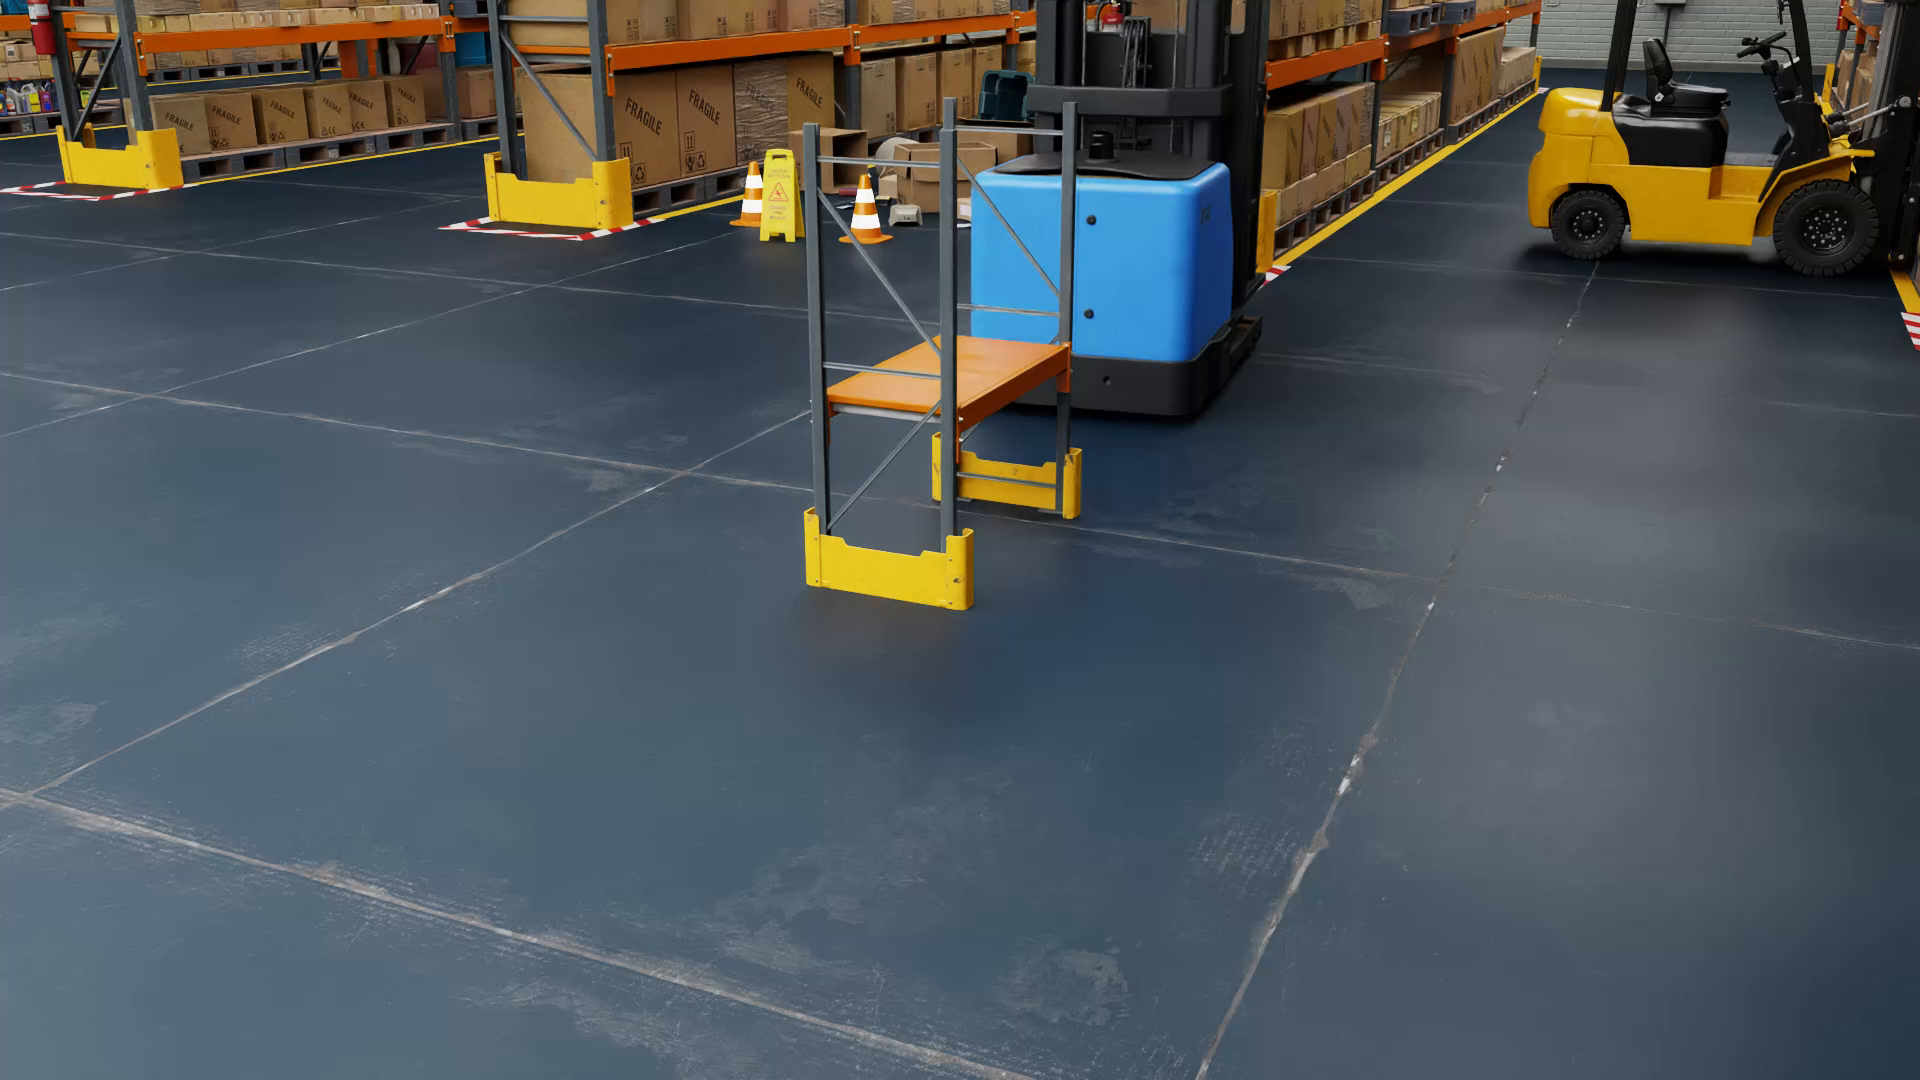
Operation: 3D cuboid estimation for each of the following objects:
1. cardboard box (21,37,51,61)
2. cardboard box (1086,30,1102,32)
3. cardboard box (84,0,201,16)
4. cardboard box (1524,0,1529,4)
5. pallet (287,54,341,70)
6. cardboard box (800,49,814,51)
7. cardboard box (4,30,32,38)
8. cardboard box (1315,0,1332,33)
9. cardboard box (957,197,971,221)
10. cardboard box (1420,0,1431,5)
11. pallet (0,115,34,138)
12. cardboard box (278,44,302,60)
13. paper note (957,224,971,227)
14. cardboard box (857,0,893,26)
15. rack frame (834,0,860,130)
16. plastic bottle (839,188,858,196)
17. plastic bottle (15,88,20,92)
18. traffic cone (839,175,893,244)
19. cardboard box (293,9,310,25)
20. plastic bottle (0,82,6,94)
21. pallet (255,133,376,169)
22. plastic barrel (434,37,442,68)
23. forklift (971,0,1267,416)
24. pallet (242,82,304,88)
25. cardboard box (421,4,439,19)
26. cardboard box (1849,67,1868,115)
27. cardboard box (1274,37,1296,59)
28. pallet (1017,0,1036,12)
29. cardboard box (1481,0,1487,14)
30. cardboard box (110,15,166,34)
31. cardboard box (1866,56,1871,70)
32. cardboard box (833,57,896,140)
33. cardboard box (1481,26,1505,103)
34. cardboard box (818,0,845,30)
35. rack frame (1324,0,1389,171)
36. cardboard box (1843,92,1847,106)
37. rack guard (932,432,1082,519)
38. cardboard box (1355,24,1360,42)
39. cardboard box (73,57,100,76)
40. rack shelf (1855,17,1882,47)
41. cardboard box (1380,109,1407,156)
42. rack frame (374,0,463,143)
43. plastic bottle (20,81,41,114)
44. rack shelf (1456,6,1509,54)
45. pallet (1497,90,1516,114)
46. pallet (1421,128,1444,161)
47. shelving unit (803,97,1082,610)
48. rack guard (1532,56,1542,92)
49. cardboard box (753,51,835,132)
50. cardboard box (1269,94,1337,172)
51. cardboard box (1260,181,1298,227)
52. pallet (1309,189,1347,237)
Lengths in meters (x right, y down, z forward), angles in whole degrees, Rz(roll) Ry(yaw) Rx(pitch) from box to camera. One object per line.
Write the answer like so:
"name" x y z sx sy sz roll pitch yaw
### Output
"cardboard box" -13.531 -7.226 24.450 0.500 0.311 0.500 8 21 22
"cardboard box" 1.749 -6.675 22.245 0.500 0.250 0.500 8 21 21
"cardboard box" -7.324 -4.958 14.841 0.875 0.500 0.500 9 21 23
"cardboard box" 7.442 -7.532 22.522 0.500 0.500 0.500 9 22 24
"pallet" -11.414 -8.531 29.643 1.003 0.211 1.213 9 21 23
"cardboard box" -2.904 -7.273 24.488 1.225 0.875 0.875 9 21 23
"cardboard box" -16.726 -9.010 29.410 0.750 0.750 0.750 9 22 24
"cardboard box" 2.331 -3.856 11.741 0.500 0.500 0.500 8 21 22
"cardboard box" 0.160 -2.581 13.005 0.250 0.149 0.380 -14 24 -33
"cardboard box" 4.179 -5.069 15.495 0.380 0.149 0.250 9 22 25
"pallet" -11.266 -4.621 18.649 1.003 0.211 1.213 9 21 23
"cardboard box" -11.637 -8.475 28.396 0.500 0.500 0.500 8 21 22
"paper note" 0.038 -2.410 12.700 0.148 0.019 0.142 1 20 4
"cardboard box" -0.992 -5.289 16.215 0.500 0.500 0.500 9 21 23
"rack frame" -1.452 -5.118 15.884 1.000 3.000 0.127 9 21 23
"plastic bottle" -0.891 -2.988 14.279 0.283 0.061 0.133 1 20 4
"plastic bottle" -10.770 -5.049 19.087 0.061 0.283 0.133 9 21 23
"traffic cone" -0.686 -2.409 12.051 0.336 0.463 0.334 9 21 23
"cardboard box" -6.556 -5.083 16.159 0.380 0.149 0.250 9 21 23
"plastic bottle" -11.241 -5.221 19.469 0.144 0.351 0.185 8 21 20
"pallet" -6.677 -3.931 16.708 1.003 0.211 1.213 9 21 23
"plastic barrel" -8.020 -7.440 25.498 0.421 0.512 0.421 0 20 0
"forklift" 0.981 -2.383 8.295 1.130 2.935 3.031 6 21 17
"pallet" -9.169 -6.187 23.050 1.003 0.211 1.213 9 21 23
"cardboard box" -5.756 -5.605 17.628 0.380 0.149 0.250 9 21 23
"cardboard box" 10.507 -5.138 19.045 0.500 0.500 0.500 10 22 25
"cardboard box" 2.068 -3.353 11.296 0.380 0.149 0.250 8 21 21
"pallet" 0.380 -6.483 20.008 1.213 0.211 1.003 9 21 23
"cardboard box" 5.786 -6.207 19.170 0.500 0.250 0.500 9 21 23
"cardboard box" -7.240 -4.543 14.641 0.380 0.149 0.250 9 21 23
"cardboard box" 10.478 -5.393 18.791 0.380 0.149 0.250 8 21 21
"cardboard box" -1.280 -4.458 16.758 1.050 0.750 0.750 8 21 22
"cardboard box" 6.200 -5.912 20.659 0.875 0.875 0.875 9 22 24
"cardboard box" -1.593 -5.074 15.537 0.875 0.550 0.550 9 21 23
"rack frame" 3.105 -4.470 14.061 1.000 3.000 0.127 9 21 23
"cardboard box" 10.871 -5.301 20.025 0.380 0.149 0.250 8 21 21
"rack guard" 0.173 -0.247 6.289 0.587 0.250 0.087 9 21 23
"cardboard box" 2.977 -4.065 13.298 0.380 0.149 0.250 9 21 23
"cardboard box" -13.327 -7.121 24.992 0.500 0.250 0.500 9 22 24
"rack shelf" 10.092 -5.285 17.427 1.077 0.370 4.000 9 21 23
"cardboard box" 3.609 -3.810 15.502 0.950 0.372 0.625 10 22 26
"rack frame" -5.936 -5.830 17.884 1.000 3.000 0.127 9 21 23
"plastic bottle" -10.666 -5.075 19.058 0.144 0.351 0.185 8 21 22
"rack shelf" 5.562 -5.965 19.339 1.077 0.370 4.000 9 21 23
"pallet" 6.764 -5.823 22.028 1.003 0.211 1.213 9 21 23
"pallet" 4.421 -4.140 17.295 1.003 0.211 1.213 9 21 23
"shelving unit" -0.031 -0.683 5.652 0.587 1.500 1.083 9 21 23
"rack guard" 8.029 -6.968 24.815 1.175 0.500 0.348 9 21 23
"cardboard box" -1.774 -4.132 15.656 0.875 0.875 0.875 9 21 24
"cardboard box" 2.482 -3.031 12.373 0.500 0.500 0.500 9 21 24
"cardboard box" 2.050 -2.358 11.599 0.500 0.250 0.500 8 21 22
"pallet" 2.364 -2.571 12.884 1.003 0.211 1.213 9 21 23
